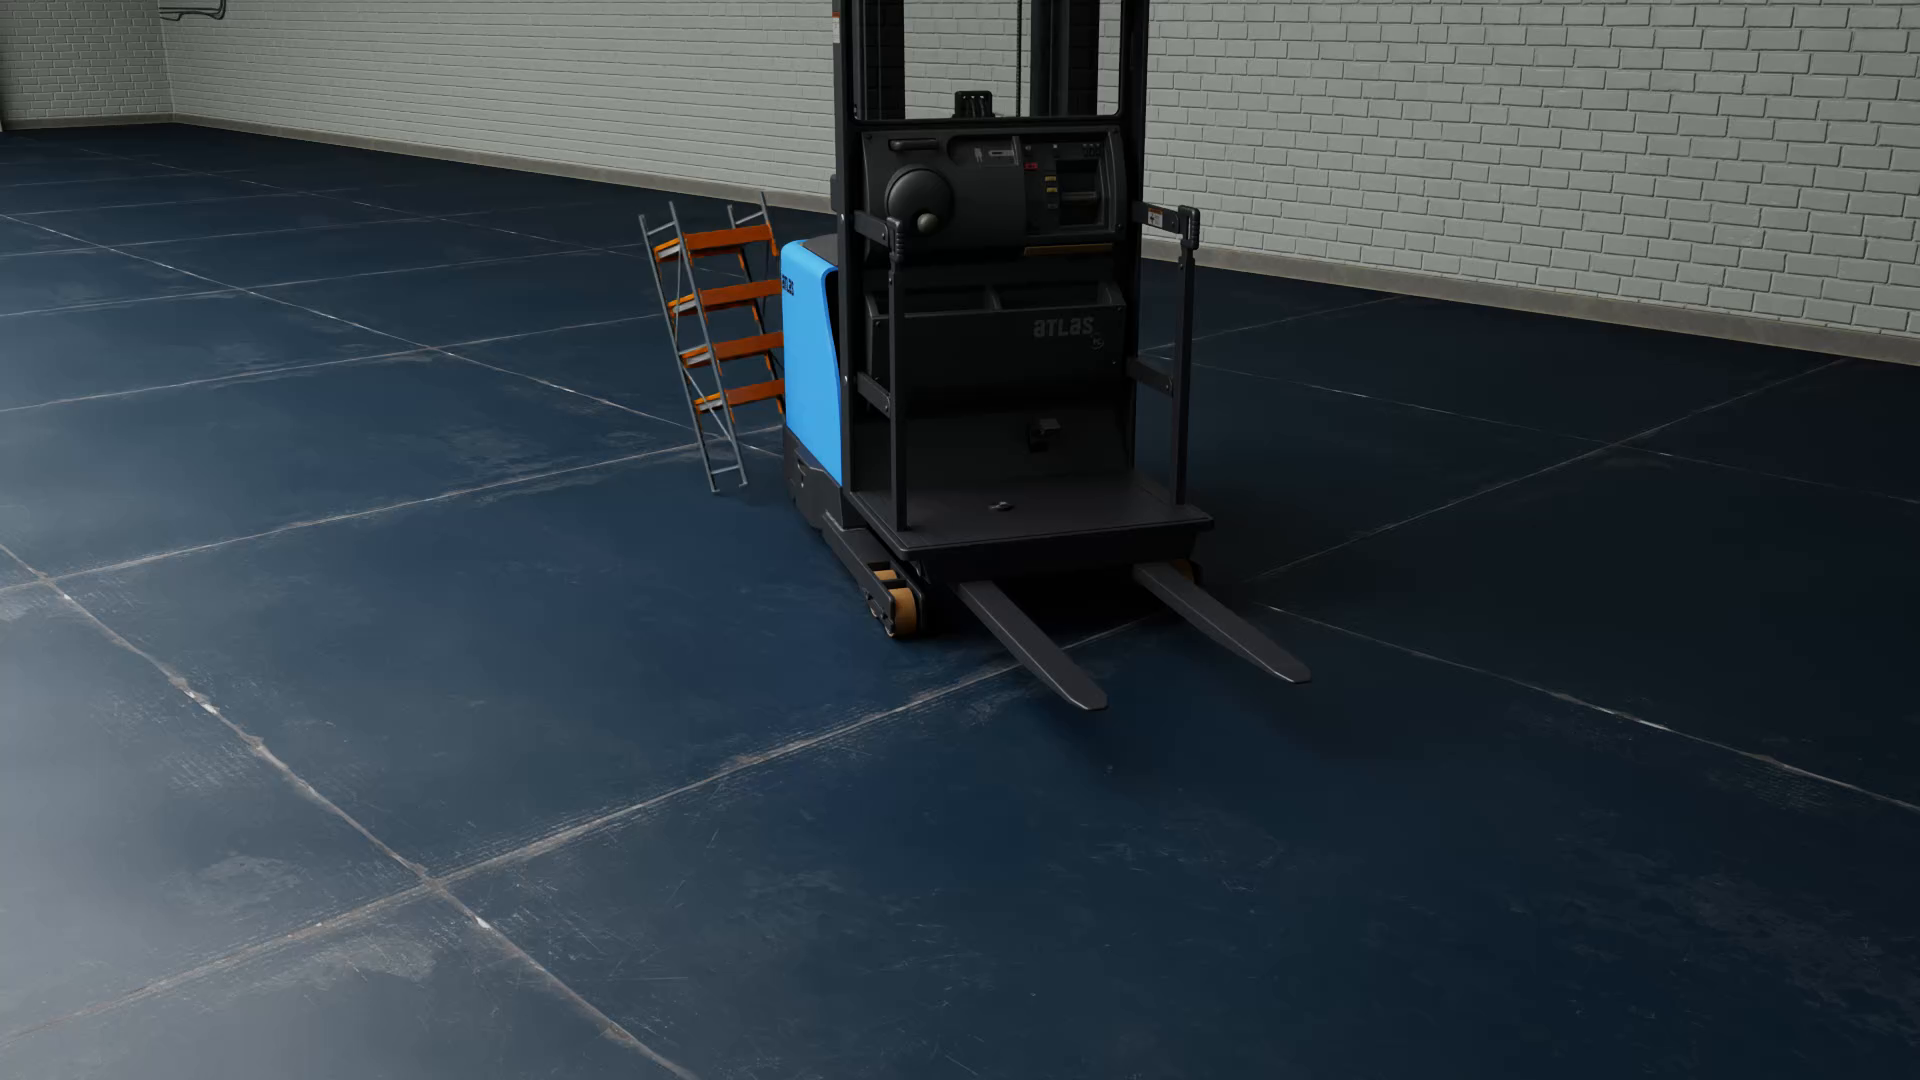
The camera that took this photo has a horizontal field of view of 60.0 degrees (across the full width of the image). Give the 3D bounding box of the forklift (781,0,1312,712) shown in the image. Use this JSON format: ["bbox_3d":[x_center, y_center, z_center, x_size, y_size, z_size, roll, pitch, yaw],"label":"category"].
[{"bbox_3d":[0.191,-1.210,5.465,1.130,2.935,3.031,-6,19,-17],"label":"forklift"}]

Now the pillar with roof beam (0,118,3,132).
[{"bbox_3d":[-12.711,-9.891,22.401,0.400,9.000,9.100,-16,24,-41],"label":"pillar with roof beam"}]

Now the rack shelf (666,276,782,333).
[{"bbox_3d":[-0.990,-1.003,7.111,0.258,0.148,0.480,-10,6,44],"label":"rack shelf"}]

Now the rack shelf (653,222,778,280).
[{"bbox_3d":[-1.048,-1.232,7.092,0.258,0.148,0.480,-10,6,44],"label":"rack shelf"}]

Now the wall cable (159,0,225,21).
[{"bbox_3d":[-12.620,-9.707,26.867,0.112,2.526,3.097,-16,24,-41],"label":"wall cable"}]

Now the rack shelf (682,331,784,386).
[{"bbox_3d":[-0.935,-0.787,7.129,0.258,0.148,0.480,-10,6,44],"label":"rack shelf"}]

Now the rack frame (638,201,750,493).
[{"bbox_3d":[-1.113,-0.796,6.949,0.240,1.200,0.015,-10,6,44],"label":"rack frame"}]

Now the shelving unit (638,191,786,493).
[{"bbox_3d":[-0.951,-0.852,7.124,0.258,1.200,0.503,-10,6,44],"label":"shelving unit"}]

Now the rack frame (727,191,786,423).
[{"bbox_3d":[-0.790,-0.908,7.298,0.240,1.200,0.015,-10,6,44],"label":"rack frame"}]

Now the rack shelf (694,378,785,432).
[{"bbox_3d":[-0.886,-0.595,7.145,0.258,0.148,0.480,-10,6,44],"label":"rack shelf"}]
